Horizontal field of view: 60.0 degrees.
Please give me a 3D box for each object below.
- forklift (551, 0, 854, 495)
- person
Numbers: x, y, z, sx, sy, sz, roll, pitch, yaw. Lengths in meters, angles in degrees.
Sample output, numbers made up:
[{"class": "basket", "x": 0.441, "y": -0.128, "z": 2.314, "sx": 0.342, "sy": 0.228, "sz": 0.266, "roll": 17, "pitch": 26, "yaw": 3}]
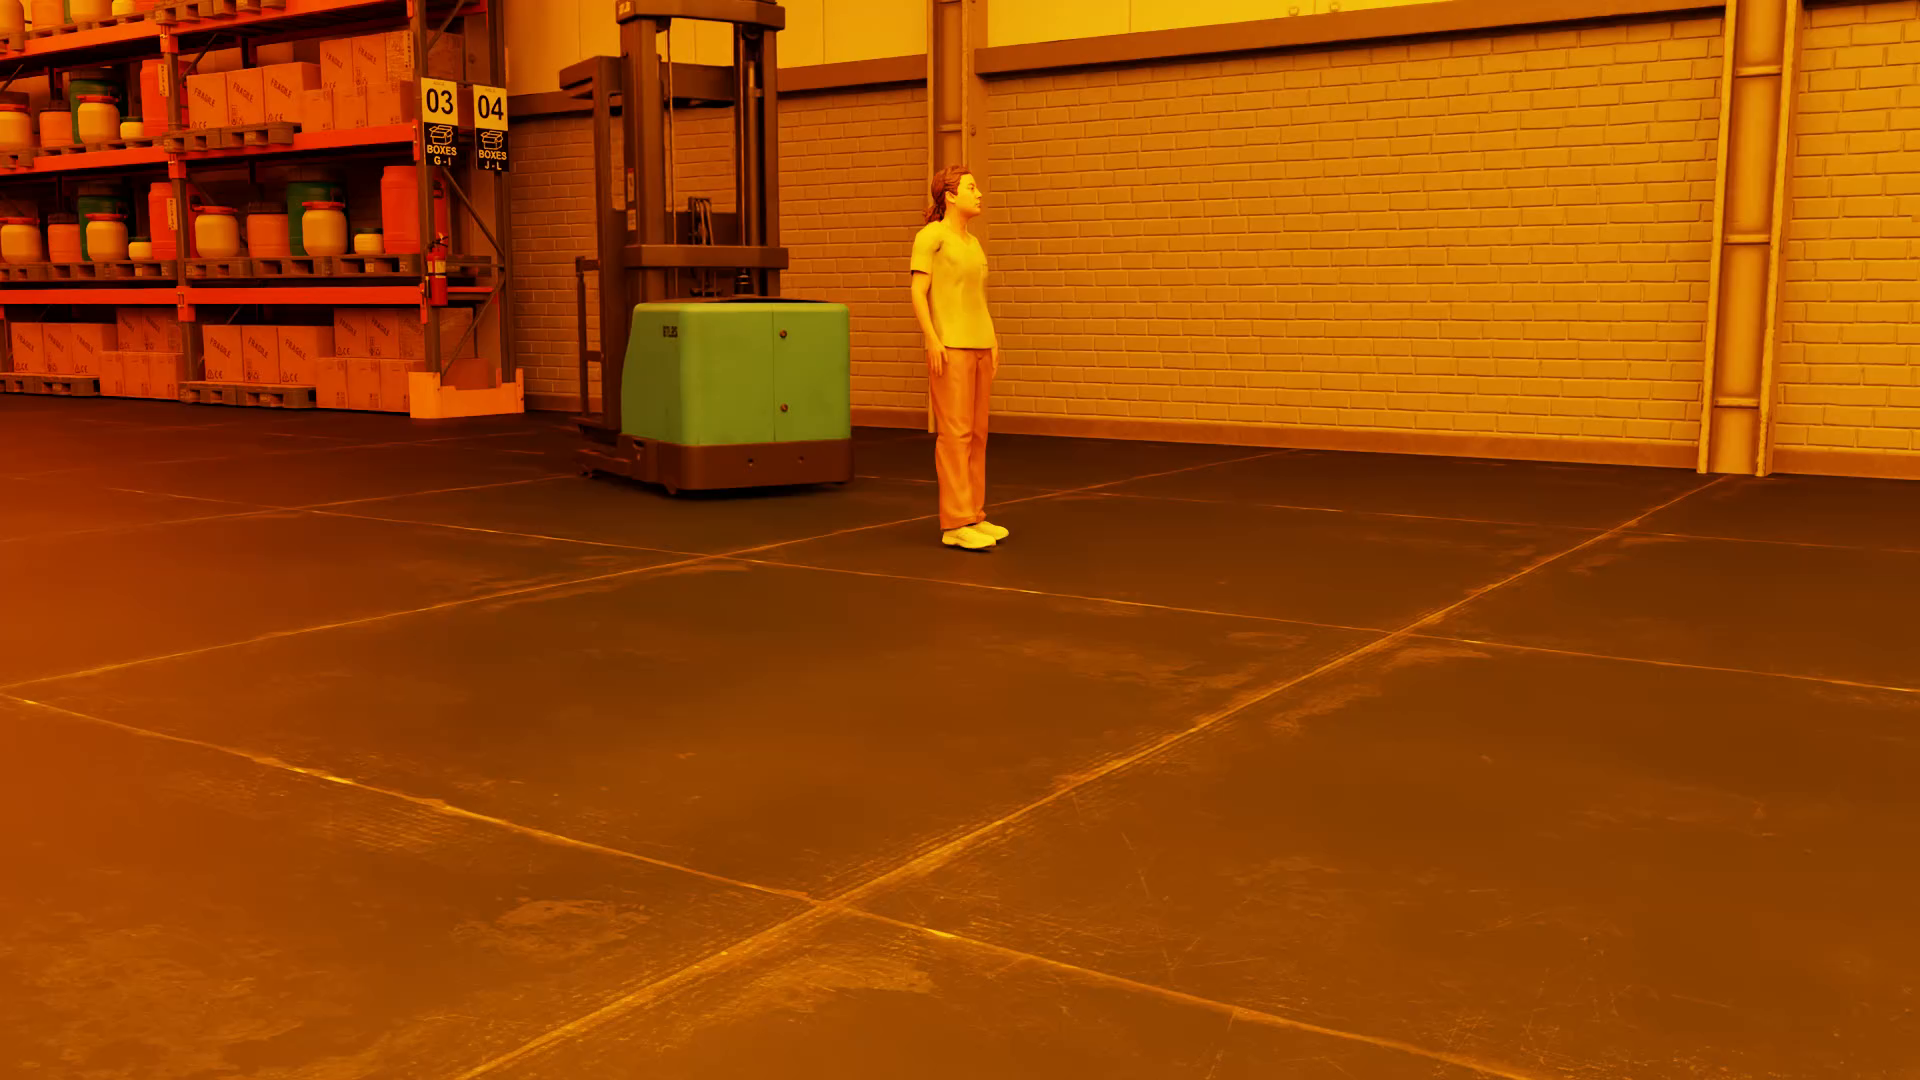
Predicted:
[{"class": "forklift", "x": -1.791, "y": -1.865, "z": 10.305, "sx": 1.130, "sy": 2.935, "sz": 3.031, "roll": -5, "pitch": 9, "yaw": -30}, {"class": "person", "x": 0.055, "y": -0.830, "z": 7.435, "sx": 0.549, "sy": 1.675, "sz": 0.555, "roll": 5, "pitch": 10, "yaw": 34}]
